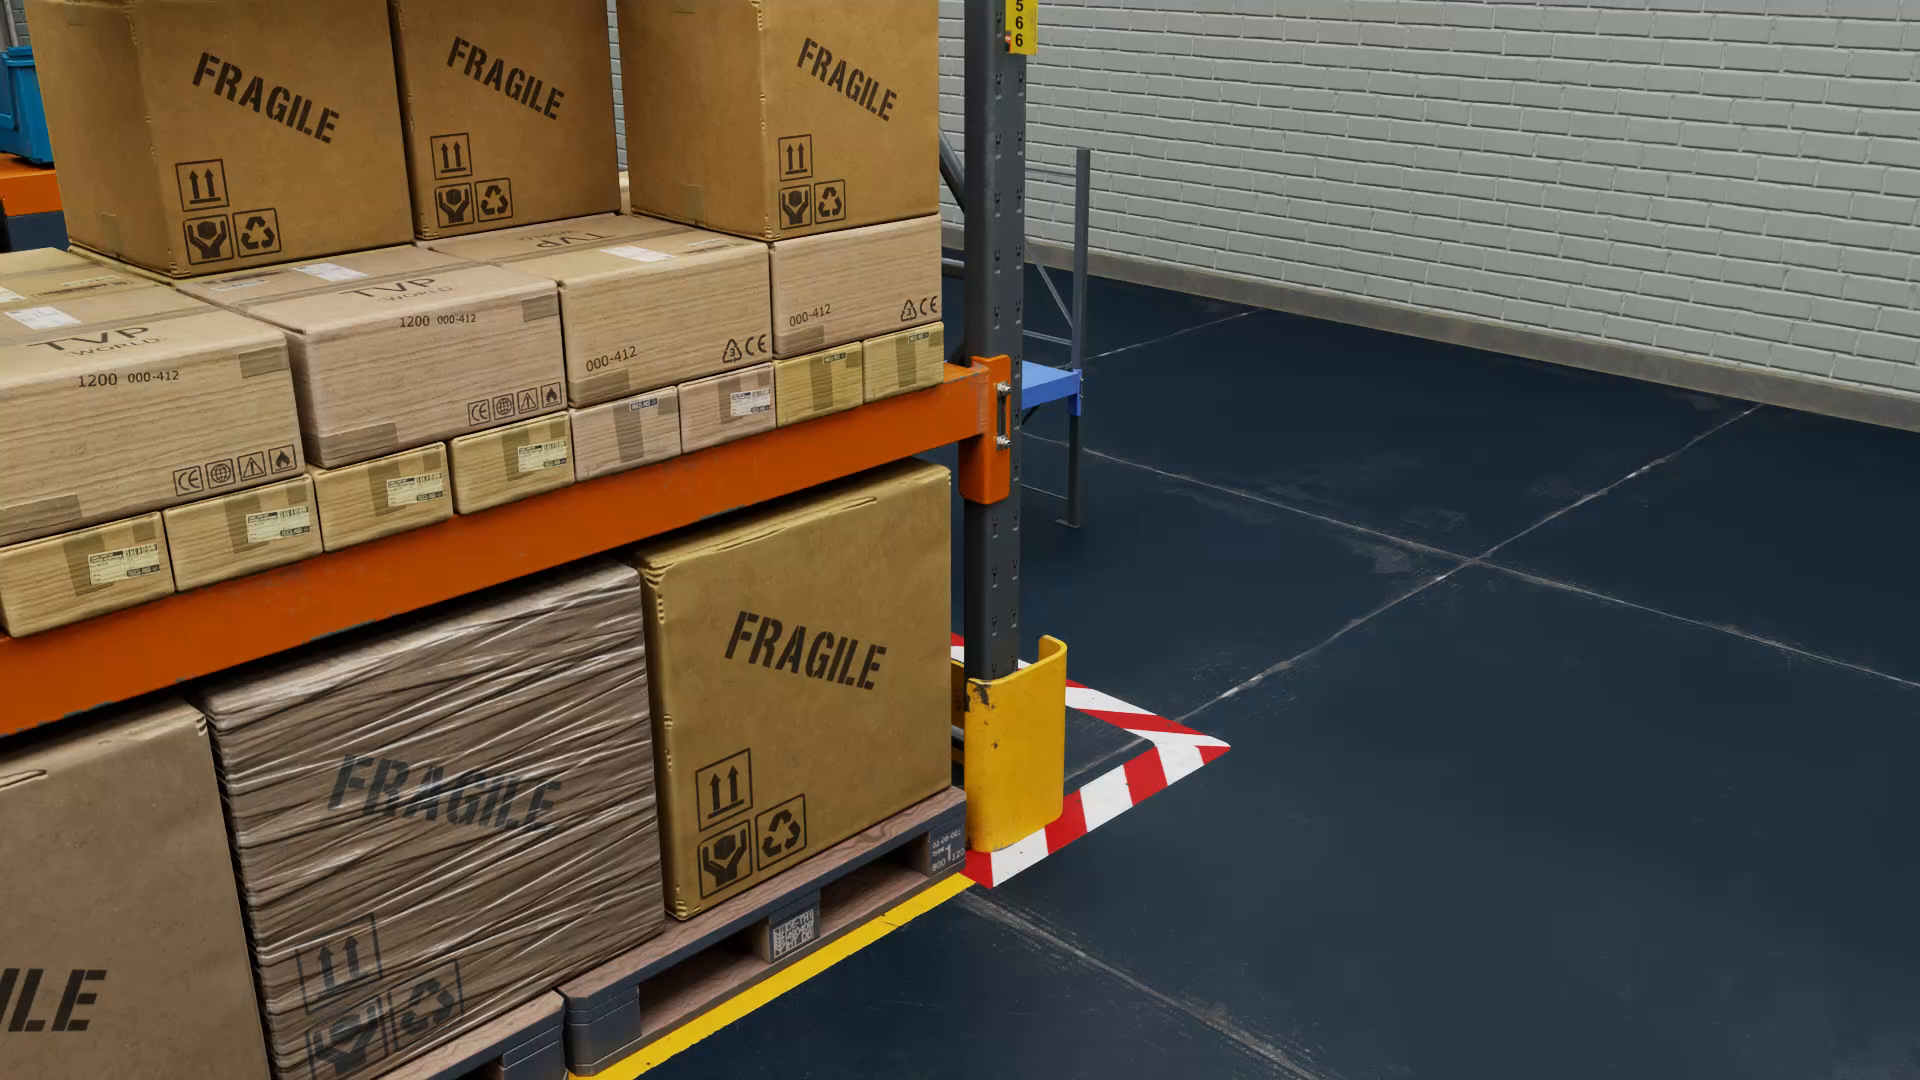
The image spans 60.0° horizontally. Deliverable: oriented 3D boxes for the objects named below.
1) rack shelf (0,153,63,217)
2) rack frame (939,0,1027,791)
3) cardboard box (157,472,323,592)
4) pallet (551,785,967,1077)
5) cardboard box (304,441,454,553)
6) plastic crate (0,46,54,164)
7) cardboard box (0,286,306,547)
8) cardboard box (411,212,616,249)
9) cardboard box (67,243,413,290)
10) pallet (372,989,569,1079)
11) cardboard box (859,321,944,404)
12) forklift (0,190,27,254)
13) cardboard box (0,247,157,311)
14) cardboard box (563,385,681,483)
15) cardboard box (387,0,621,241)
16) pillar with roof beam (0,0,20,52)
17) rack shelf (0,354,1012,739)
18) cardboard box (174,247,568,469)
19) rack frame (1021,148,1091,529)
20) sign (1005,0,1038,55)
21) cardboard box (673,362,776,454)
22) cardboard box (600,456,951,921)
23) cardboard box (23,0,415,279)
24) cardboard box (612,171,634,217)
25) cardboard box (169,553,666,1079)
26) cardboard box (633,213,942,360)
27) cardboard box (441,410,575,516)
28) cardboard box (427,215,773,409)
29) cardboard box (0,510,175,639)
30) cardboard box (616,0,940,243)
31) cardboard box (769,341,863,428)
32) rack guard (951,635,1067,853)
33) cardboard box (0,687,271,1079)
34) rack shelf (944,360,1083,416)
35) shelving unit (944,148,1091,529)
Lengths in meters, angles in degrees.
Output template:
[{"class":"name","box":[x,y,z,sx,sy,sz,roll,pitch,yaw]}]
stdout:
[{"class":"rack shelf","box":[-5.187,-1.134,6.346,1.077,0.370,4.000,19,28,41]},{"class":"rack frame","box":[-0.243,-0.744,4.330,1.000,3.000,0.127,19,28,41]},{"class":"cardboard box","box":[-1.322,-0.060,2.900,0.250,0.149,0.380,-19,28,-41]},{"class":"pallet","box":[-0.745,0.783,4.244,1.003,0.211,1.213,19,28,41]},{"class":"cardboard box","box":[-1.148,-0.123,3.064,0.380,0.149,0.250,19,28,41]},{"class":"plastic crate","box":[-3.892,-1.895,7.192,0.616,0.435,0.499,19,28,41]},{"class":"cardboard box","box":[-1.461,-0.226,2.776,0.500,0.250,0.500,19,28,41]},{"class":"cardboard box","box":[-1.129,-0.622,3.806,0.500,0.250,0.500,19,28,40]},{"class":"cardboard box","box":[-1.483,-0.494,3.472,0.500,0.250,0.500,18,27,39]},{"class":"pallet","box":[-1.596,1.095,3.432,1.003,0.211,1.213,19,28,41]},{"class":"cardboard box","box":[-0.256,-0.453,3.922,0.250,0.149,0.380,-20,28,-41]},{"class":"forklift","box":[-3.413,-0.732,4.393,1.130,2.935,3.031,18,27,39]},{"class":"cardboard box","box":[-1.843,-0.358,3.120,0.500,0.250,0.500,19,28,40]},{"class":"cardboard box","box":[-0.787,-0.257,3.413,0.250,0.149,0.380,-20,28,-41]},{"class":"cardboard box","box":[-1.120,-0.979,3.689,0.500,0.500,0.500,18,28,39]},{"class":"pillar with roof beam","box":[-6.542,-7.097,12.495,9.100,9.000,0.400,19,28,41]},{"class":"rack shelf","box":[-1.638,0.106,3.121,1.077,0.370,4.000,19,28,41]},{"class":"cardboard box","box":[-1.100,-0.361,3.127,0.500,0.250,0.500,18,27,39]},{"class":"rack frame","box":[0.295,-0.809,6.588,0.500,1.500,0.032,19,28,41]},{"class":"sign","box":[0.136,-1.256,3.717,0.100,0.325,0.005,19,28,41]},{"class":"cardboard box","box":[-0.613,-0.321,3.579,0.380,0.149,0.250,19,28,41]},{"class":"cardboard box","box":[-0.632,0.236,4.155,0.875,0.875,0.875,19,28,41]},{"class":"cardboard box","box":[-1.477,-0.844,3.339,0.500,0.500,0.500,18,28,39]},{"class":"cardboard box","box":[-0.772,-0.757,4.158,0.500,0.250,0.500,18,28,39]},{"class":"cardboard box","box":[-1.267,0.470,3.547,0.875,0.875,0.875,19,28,41]},{"class":"cardboard box","box":[-0.391,-0.622,3.806,0.500,0.250,0.500,19,28,40]},{"class":"cardboard box","box":[-0.967,-0.190,3.238,0.380,0.149,0.250,18,28,39]},{"class":"cardboard box","box":[-0.746,-0.492,3.467,0.500,0.250,0.500,19,28,40]},{"class":"cardboard box","box":[-1.503,0.007,2.724,0.380,0.149,0.250,18,28,39]},{"class":"cardboard box","box":[-0.395,-0.972,3.672,0.500,0.500,0.500,20,29,41]},{"class":"cardboard box","box":[-0.436,-0.386,3.747,0.380,0.149,0.250,20,28,41]},{"class":"rack guard","box":[-0.227,0.417,4.794,1.175,0.500,0.348,19,28,41]},{"class":"cardboard box","box":[-1.888,0.699,2.952,0.875,0.875,0.875,19,28,41]},{"class":"rack shelf","box":[-0.059,-0.510,6.313,0.538,0.185,1.000,19,28,41]},{"class":"shelving unit","box":[-0.059,-0.678,6.248,0.538,1.500,1.048,19,28,41]}]
